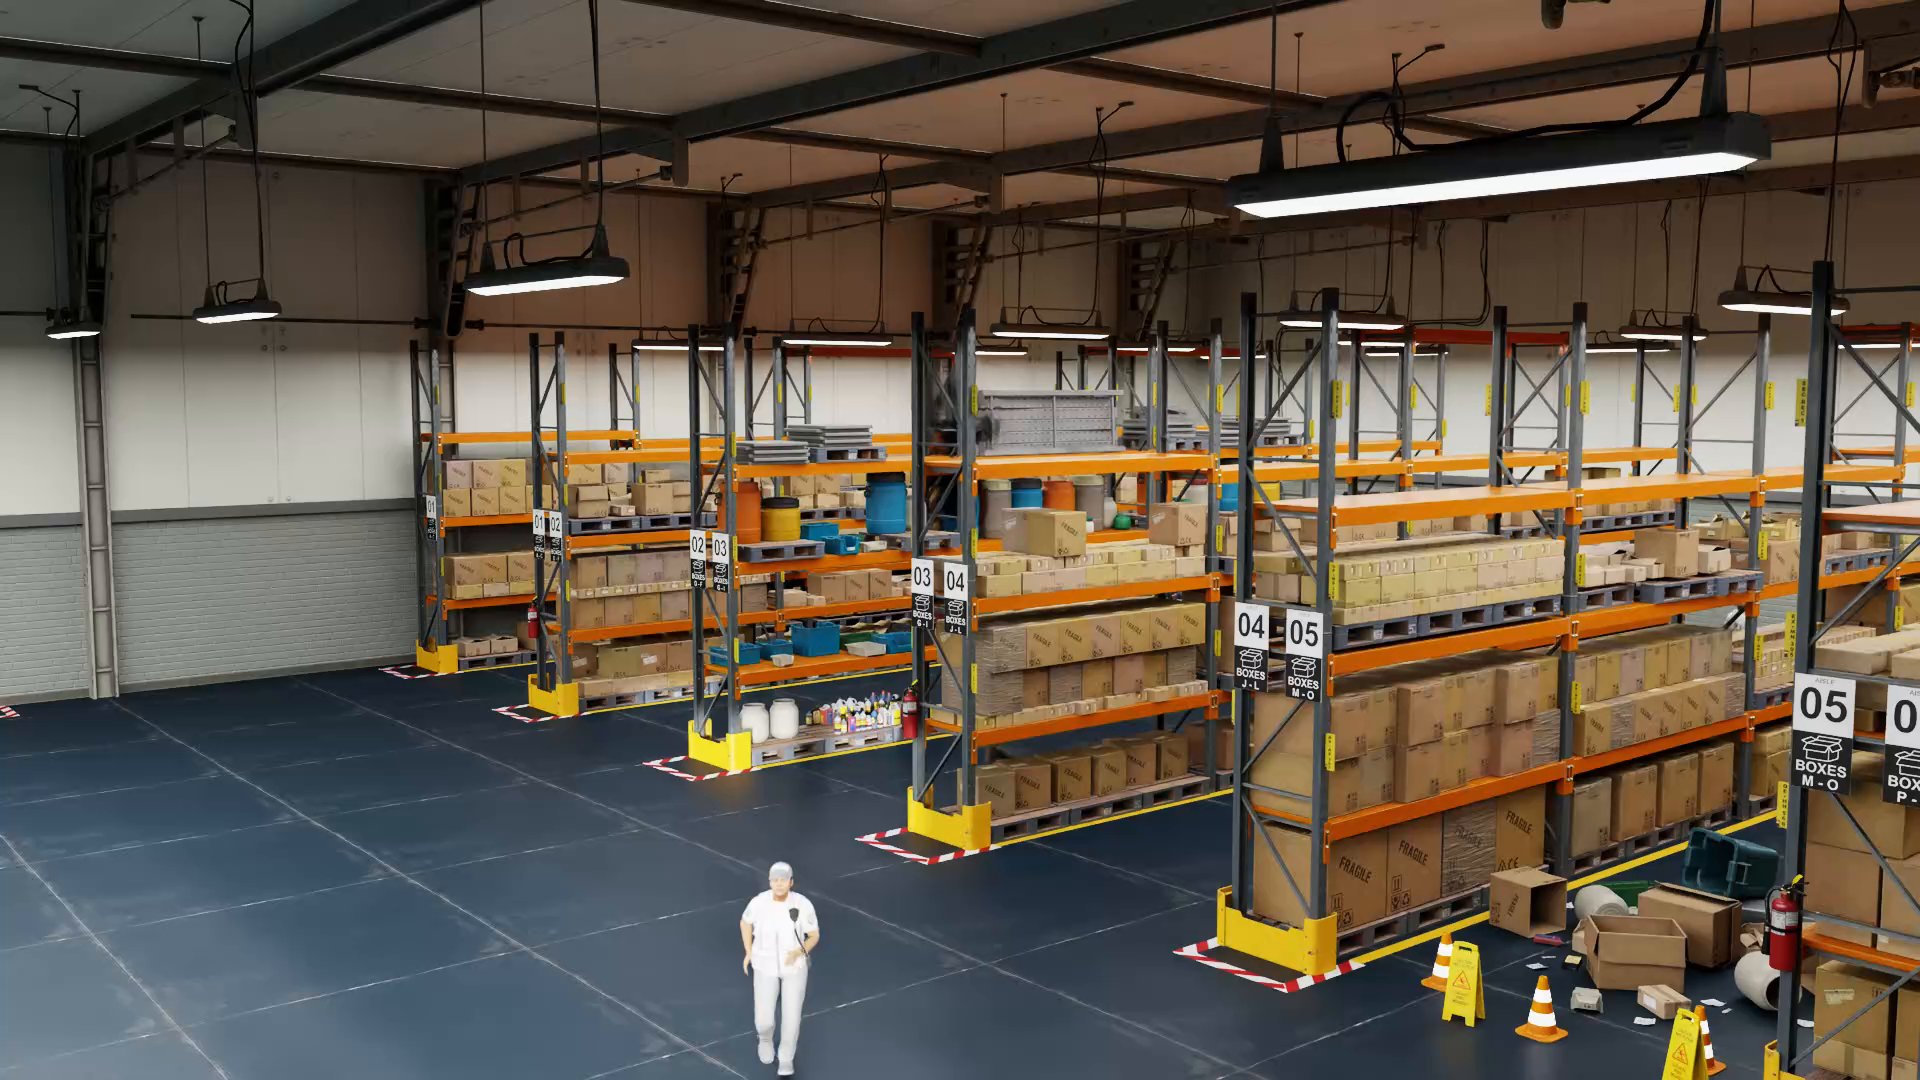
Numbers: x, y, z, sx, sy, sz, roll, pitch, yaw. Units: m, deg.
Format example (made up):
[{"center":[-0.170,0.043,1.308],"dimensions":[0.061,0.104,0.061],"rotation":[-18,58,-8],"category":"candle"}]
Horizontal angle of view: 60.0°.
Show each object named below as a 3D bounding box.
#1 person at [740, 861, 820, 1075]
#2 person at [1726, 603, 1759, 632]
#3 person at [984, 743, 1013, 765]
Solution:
[{"center":[-1.345,3.209,12.381],"dimensions":[0.606,1.620,0.556],"rotation":[0,5,-3],"category":"person"},{"center":[13.541,1.710,28.728],"dimensions":[0.649,1.614,0.575],"rotation":[0,5,3],"category":"person"},{"center":[0.432,2.349,21.377],"dimensions":[0.579,1.657,0.923],"rotation":[5,7,41],"category":"person"}]
